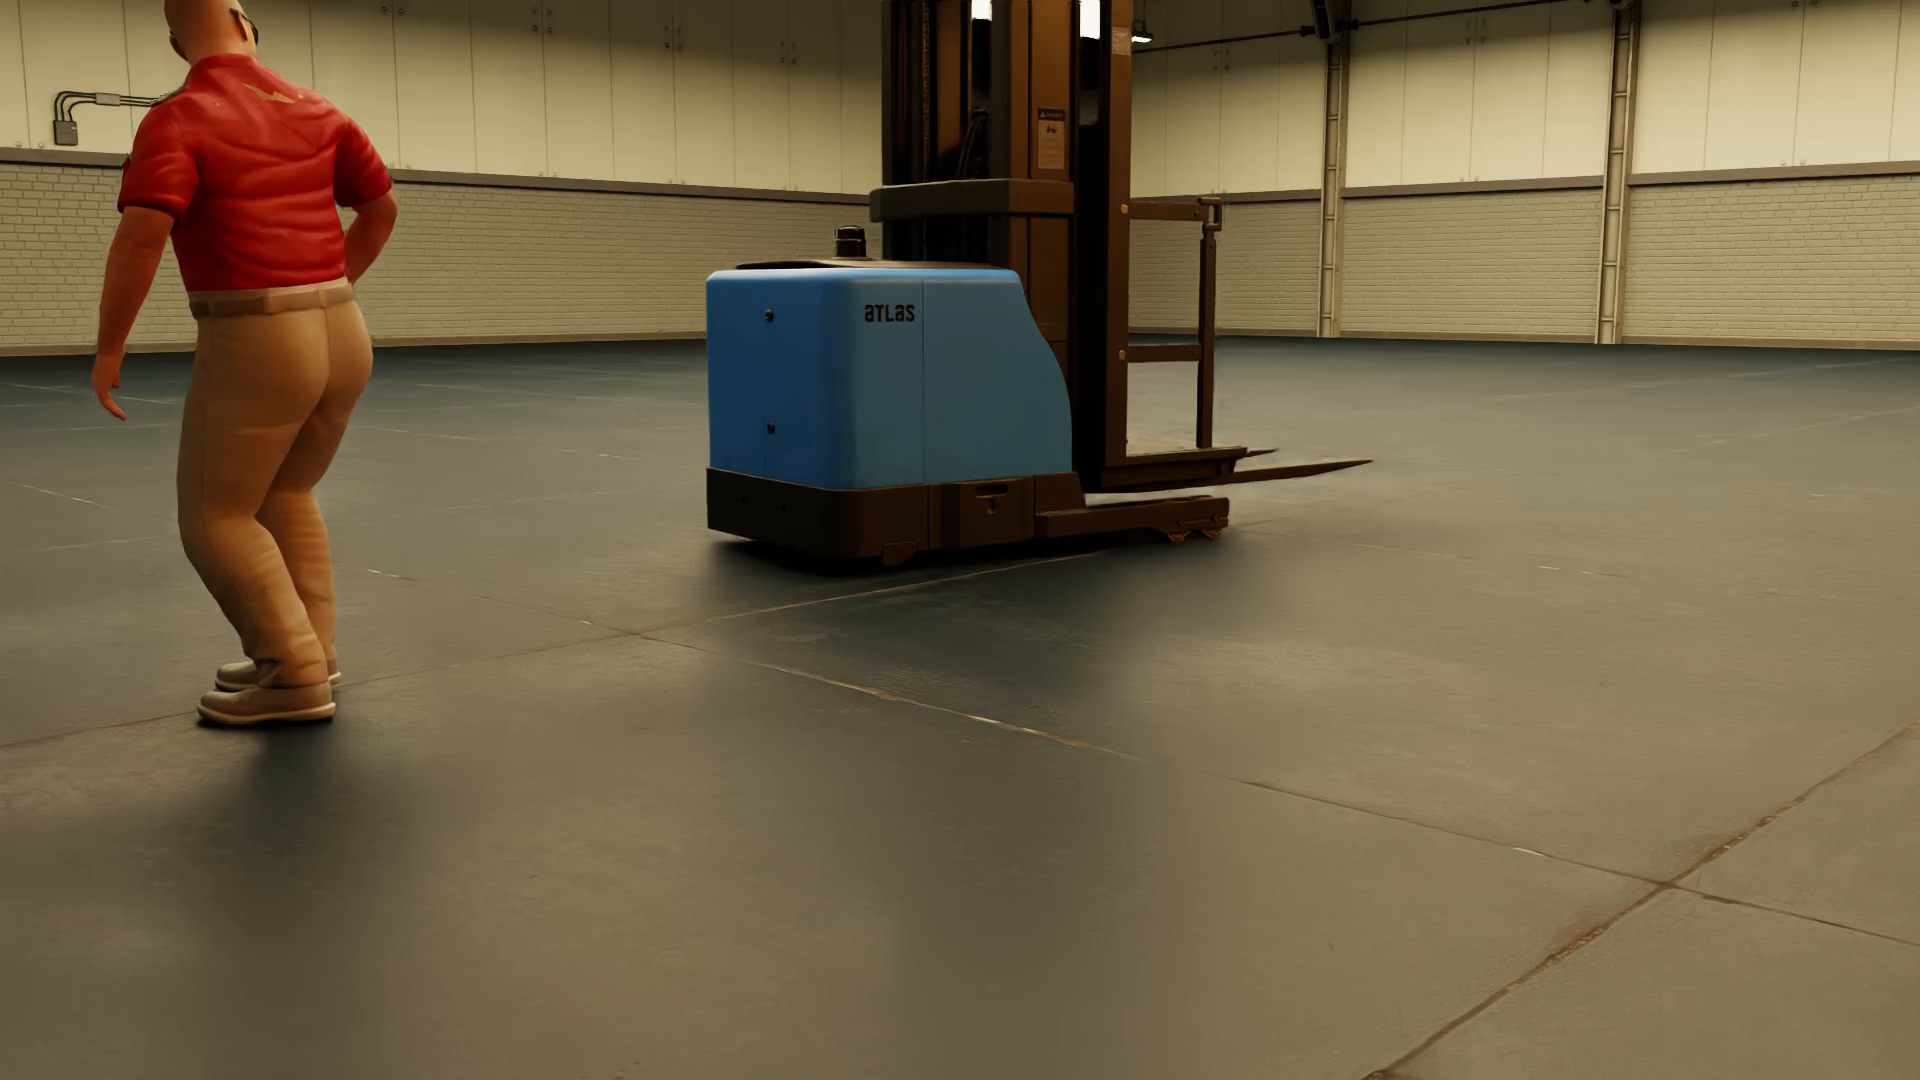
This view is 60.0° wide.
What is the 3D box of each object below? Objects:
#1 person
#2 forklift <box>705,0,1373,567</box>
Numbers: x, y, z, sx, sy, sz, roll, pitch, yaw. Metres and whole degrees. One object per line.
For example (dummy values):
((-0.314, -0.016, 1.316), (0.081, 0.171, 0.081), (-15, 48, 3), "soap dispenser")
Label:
((-1.695, -0.427, 3.874), (0.505, 1.700, 0.734), (3, 9, 19), "person")
((0.490, -1.504, 6.860), (3.031, 2.935, 1.130), (-6, 11, -36), "forklift")
